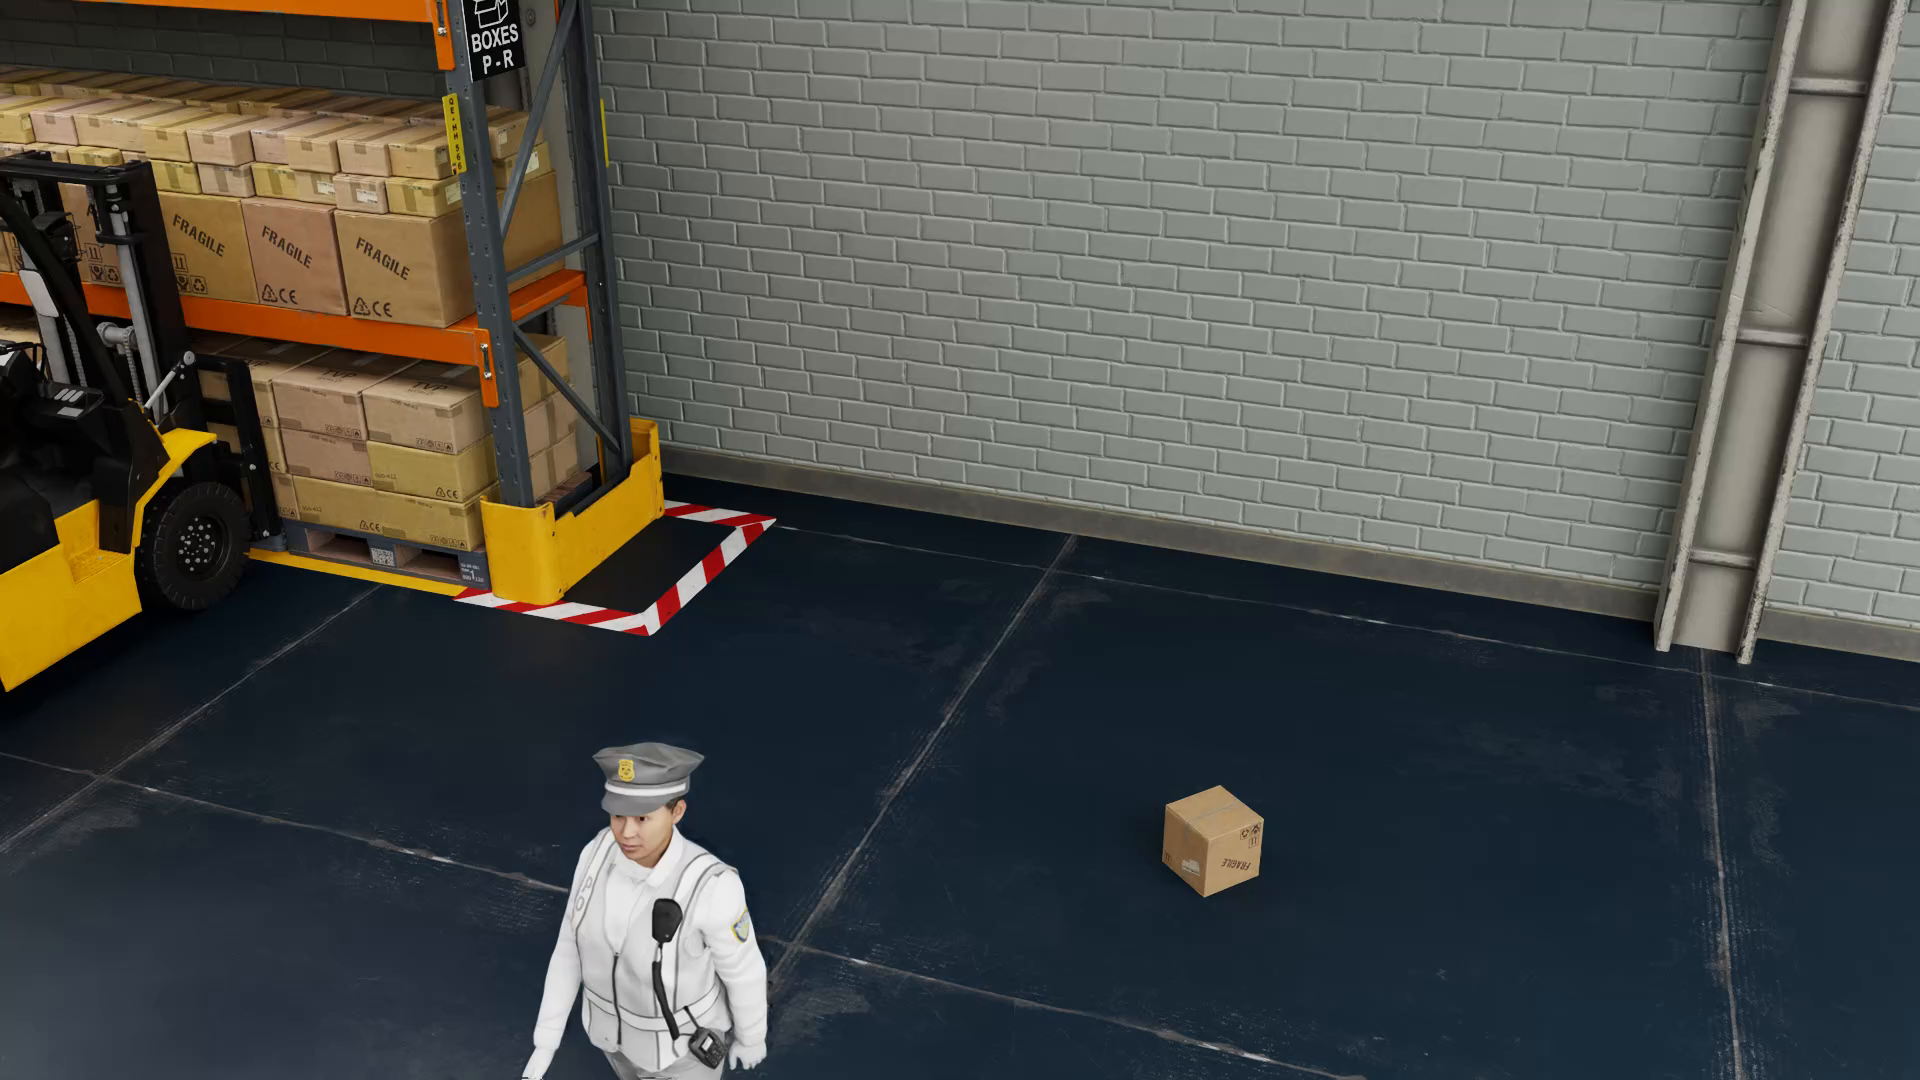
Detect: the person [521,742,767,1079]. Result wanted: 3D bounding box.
[{"bbox_3d":[-0.792,1.236,4.005,0.484,1.634,0.984,15,30,28],"label":"person"}]
